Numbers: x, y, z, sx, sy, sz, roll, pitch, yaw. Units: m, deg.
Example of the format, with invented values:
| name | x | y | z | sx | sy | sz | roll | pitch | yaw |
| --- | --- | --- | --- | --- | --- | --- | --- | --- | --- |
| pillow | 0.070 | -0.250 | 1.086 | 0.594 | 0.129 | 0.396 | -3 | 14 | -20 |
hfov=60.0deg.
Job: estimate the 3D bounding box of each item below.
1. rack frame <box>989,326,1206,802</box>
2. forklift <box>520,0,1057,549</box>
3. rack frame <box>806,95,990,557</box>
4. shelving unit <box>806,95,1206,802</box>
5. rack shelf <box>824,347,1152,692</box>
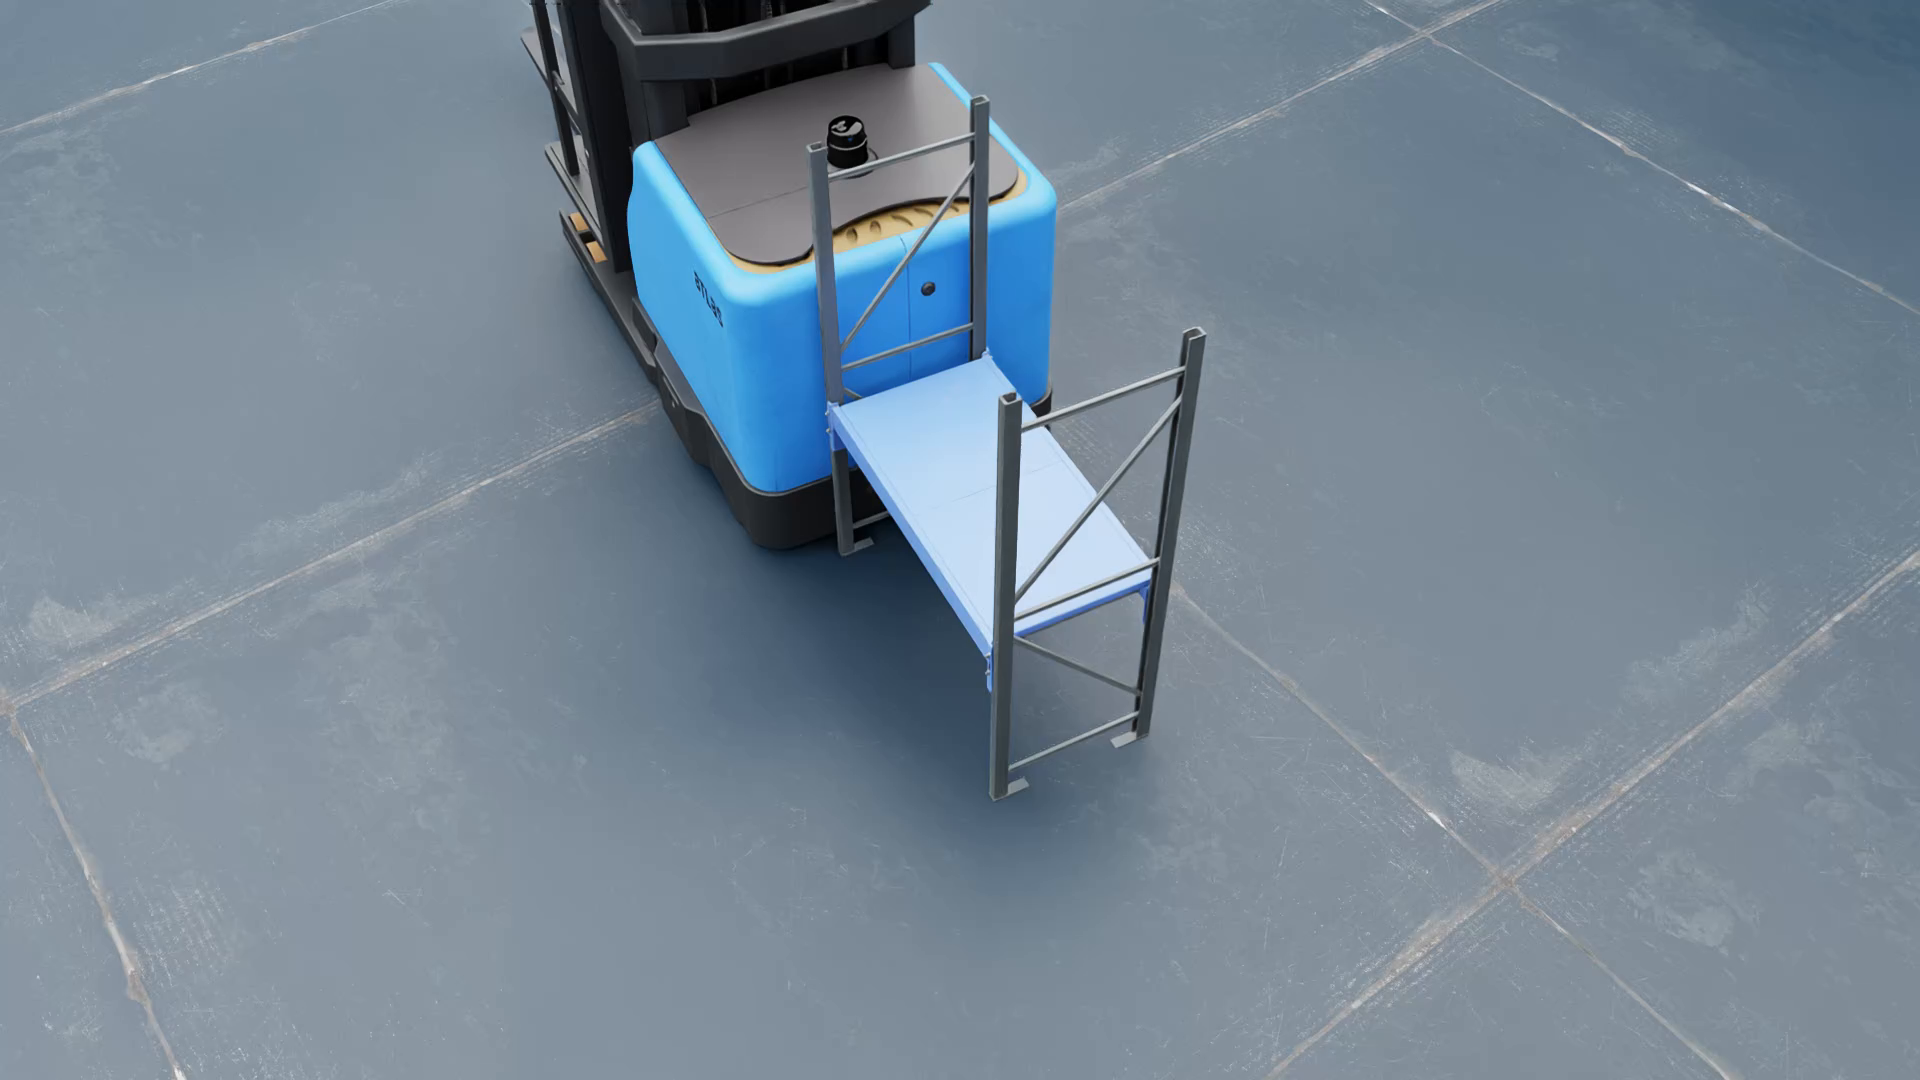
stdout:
| name | x | y | z | sx | sy | sz | roll | pitch | yaw |
| --- | --- | --- | --- | --- | --- | --- | --- | --- | --- |
| rack frame | 0.310 | 0.127 | 4.122 | 0.500 | 1.500 | 0.032 | -21 | 51 | -18 |
| forklift | -0.825 | -2.055 | 5.135 | 1.130 | 2.935 | 3.031 | -21 | 51 | -18 |
| rack frame | -0.153 | -0.544 | 4.731 | 0.500 | 1.500 | 0.032 | -21 | 51 | -18 |
| shelving unit | 0.079 | -0.208 | 4.427 | 0.538 | 1.500 | 1.048 | -21 | 51 | -18 |
| rack shelf | 0.079 | -0.088 | 4.560 | 0.538 | 0.185 | 1.000 | -21 | 51 | -18 |
